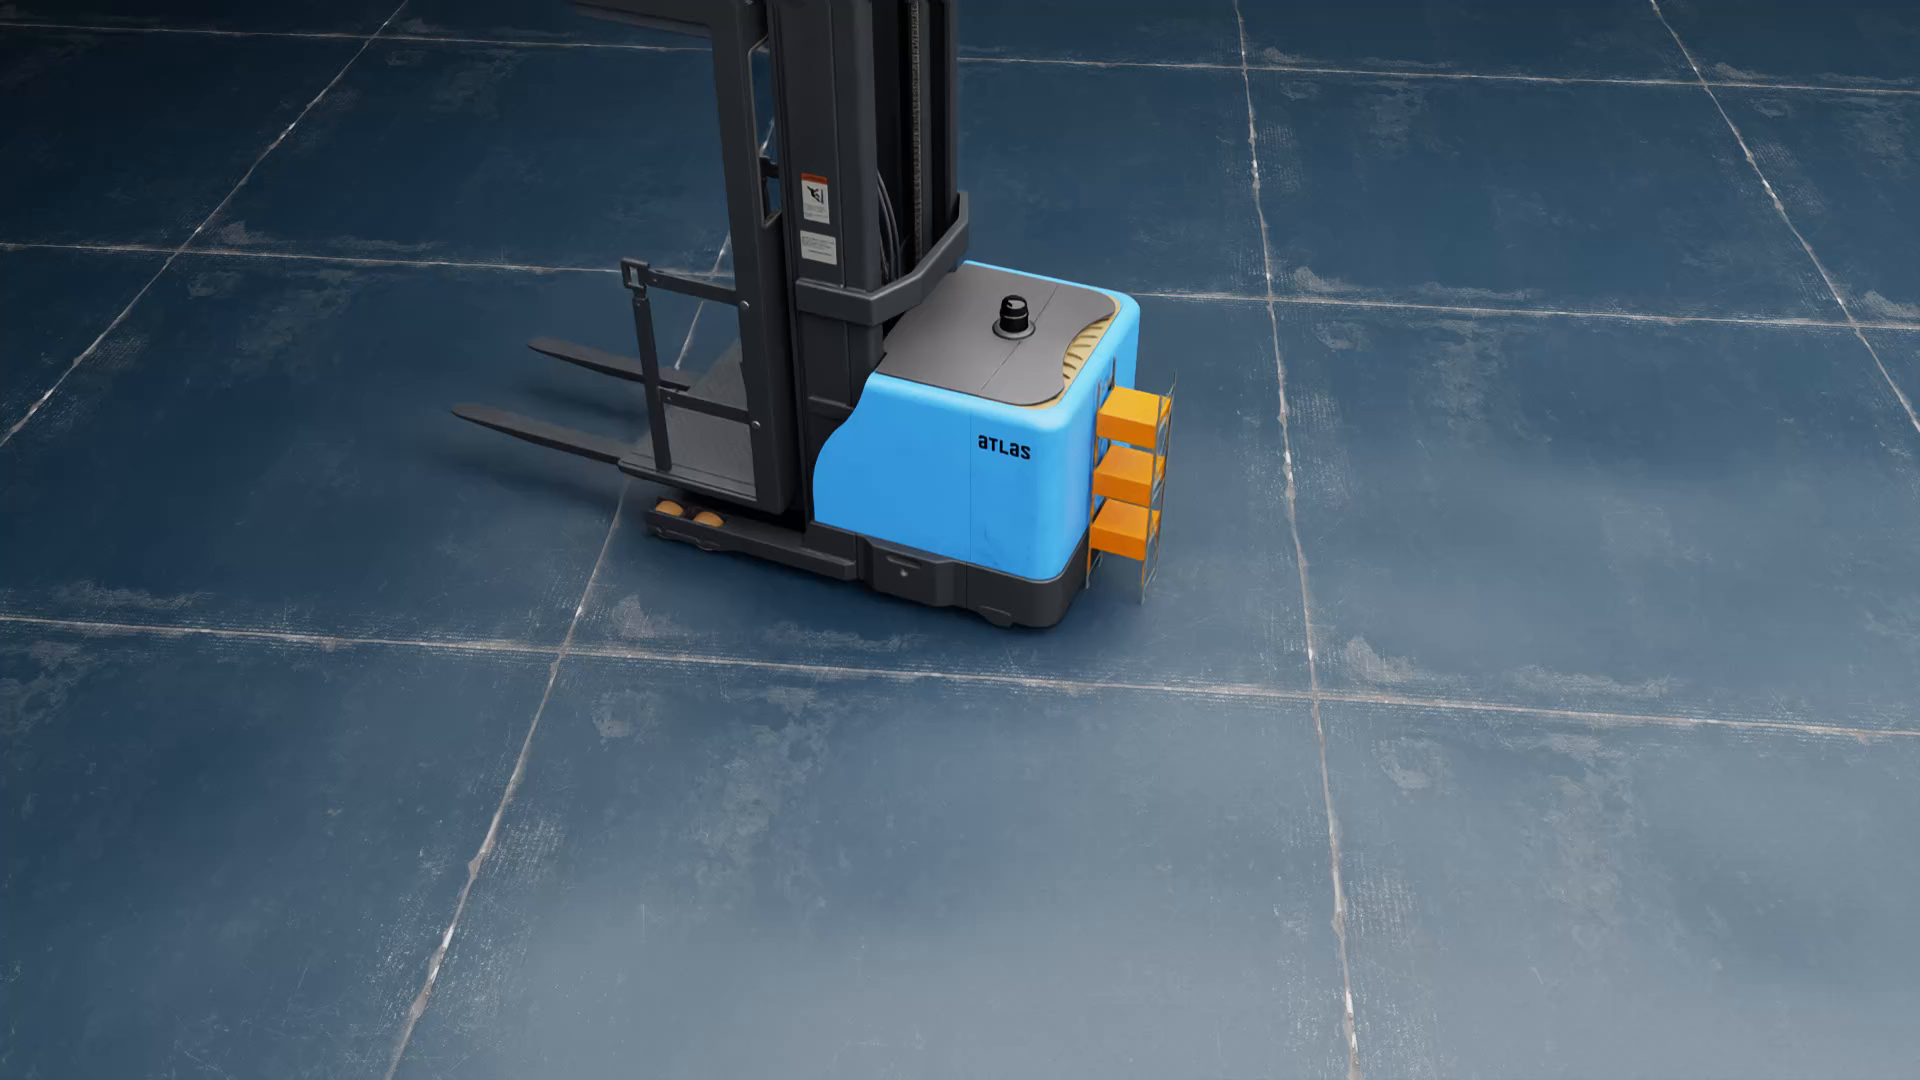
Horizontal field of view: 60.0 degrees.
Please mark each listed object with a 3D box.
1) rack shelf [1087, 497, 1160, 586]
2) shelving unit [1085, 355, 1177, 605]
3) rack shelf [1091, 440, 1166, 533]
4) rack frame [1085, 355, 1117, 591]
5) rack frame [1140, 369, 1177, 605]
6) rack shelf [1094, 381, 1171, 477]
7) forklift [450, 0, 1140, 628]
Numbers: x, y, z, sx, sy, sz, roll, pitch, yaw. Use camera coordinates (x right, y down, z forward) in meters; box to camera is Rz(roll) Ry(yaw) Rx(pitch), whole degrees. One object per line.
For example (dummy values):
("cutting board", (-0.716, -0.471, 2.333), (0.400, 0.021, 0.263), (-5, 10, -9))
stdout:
("rack shelf", (0.680, 0.000, 6.875), (0.240, 0.259, 0.215), (15, 41, 17))
("shelving unit", (0.680, -0.224, 6.693), (0.252, 1.050, 0.215), (15, 41, 17))
("rack shelf", (0.680, -0.215, 6.700), (0.240, 0.259, 0.215), (15, 41, 17))
("rack frame", (0.568, -0.254, 6.730), (0.008, 1.050, 0.200), (15, 41, 17))
("rack frame", (0.792, -0.194, 6.656), (0.008, 1.050, 0.200), (15, 41, 17))
("rack shelf", (0.680, -0.436, 6.521), (0.240, 0.259, 0.215), (15, 41, 17))
("forklift", (-0.818, -1.383, 6.627), (3.031, 2.935, 1.130), (15, 41, 18))
